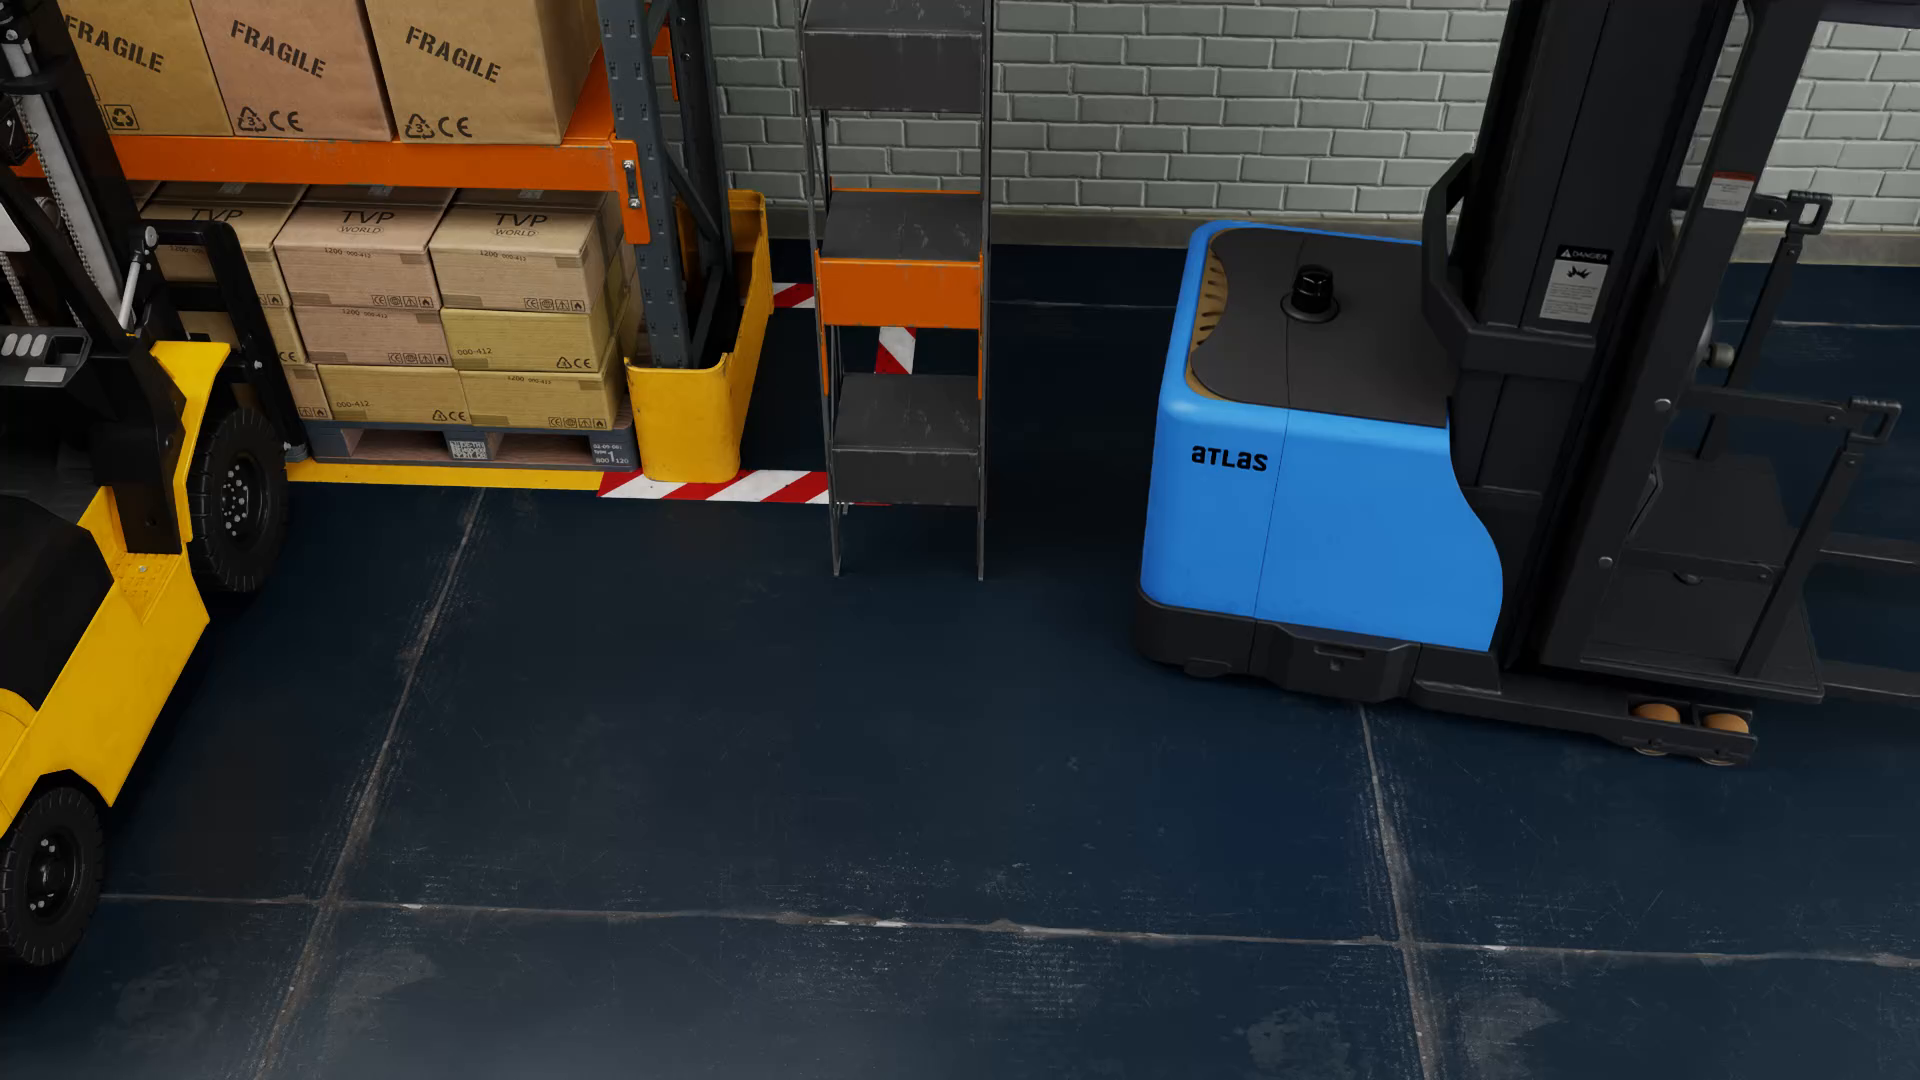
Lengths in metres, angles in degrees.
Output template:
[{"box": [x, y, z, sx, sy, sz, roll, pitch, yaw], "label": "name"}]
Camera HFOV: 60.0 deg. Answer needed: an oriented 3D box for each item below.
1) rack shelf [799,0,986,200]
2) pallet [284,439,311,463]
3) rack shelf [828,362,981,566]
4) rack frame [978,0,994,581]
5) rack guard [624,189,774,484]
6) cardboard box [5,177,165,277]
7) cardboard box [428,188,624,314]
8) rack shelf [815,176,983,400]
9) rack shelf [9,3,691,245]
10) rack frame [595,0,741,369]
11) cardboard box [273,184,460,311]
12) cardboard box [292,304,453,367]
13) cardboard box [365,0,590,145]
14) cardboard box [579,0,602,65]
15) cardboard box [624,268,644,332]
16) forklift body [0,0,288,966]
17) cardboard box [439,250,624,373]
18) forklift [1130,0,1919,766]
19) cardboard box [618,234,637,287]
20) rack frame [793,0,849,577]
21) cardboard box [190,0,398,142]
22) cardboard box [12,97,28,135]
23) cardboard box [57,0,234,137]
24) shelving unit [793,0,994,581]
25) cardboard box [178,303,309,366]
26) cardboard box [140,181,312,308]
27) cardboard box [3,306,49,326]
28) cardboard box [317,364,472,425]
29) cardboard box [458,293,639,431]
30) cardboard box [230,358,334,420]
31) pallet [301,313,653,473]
[{"box": [-0.165, -1.276, 4.572, 0.480, 0.518, 0.431, 2, 43, 2], "label": "rack shelf"}, {"box": [-2.958, -0.717, 6.364, 1.213, 0.211, 1.003, 2, 43, 2], "label": "pallet"}, {"box": [-0.165, -0.251, 5.526, 0.480, 0.518, 0.431, 2, 43, 2], "label": "rack shelf"}, {"box": [0.079, -0.766, 5.032, 0.015, 2.100, 0.400, 2, 43, 2], "label": "rack frame"}, {"box": [-0.952, -0.787, 6.228, 0.348, 0.500, 1.175, 2, 43, 2], "label": "rack guard"}, {"box": [-2.971, -1.059, 5.662, 0.500, 0.250, 0.500, 1, 43, 1], "label": "cardboard box"}, {"box": [-1.451, -1.018, 5.618, 0.500, 0.250, 0.500, 3, 43, 3], "label": "cardboard box"}, {"box": [-0.165, -0.763, 5.049, 0.480, 0.518, 0.431, 2, 43, 2], "label": "rack shelf"}, {"box": [-2.974, -1.501, 5.688, 4.000, 0.370, 1.077, 2, 43, 2], "label": "rack shelf"}, {"box": [-0.976, -1.703, 5.377, 0.127, 3.000, 1.000, 2, 43, 2], "label": "rack frame"}, {"box": [-1.961, -1.030, 5.630, 0.500, 0.250, 0.500, 2, 43, 3], "label": "cardboard box"}, {"box": [-1.977, -0.858, 5.813, 0.500, 0.250, 0.500, 1, 43, 1], "label": "cardboard box"}, {"box": [-1.480, -1.576, 5.167, 0.500, 0.500, 0.500, 1, 43, 1], "label": "cardboard box"}, {"box": [-1.459, -1.944, 5.562, 0.500, 0.500, 0.500, 3, 43, 3], "label": "cardboard box"}, {"box": [-1.458, -0.998, 6.330, 0.500, 0.250, 0.500, 2, 43, 2], "label": "cardboard box"}, {"box": [-2.953, -0.208, 4.395, 1.214, 2.155, 2.313, 2, 43, 2], "label": "forklift body"}, {"box": [-1.477, -0.835, 5.788, 0.500, 0.250, 0.500, 1, 43, 1], "label": "cardboard box"}, {"box": [2.115, -0.789, 4.447, 3.031, 2.935, 1.130, 8, 44, 9], "label": "forklift"}, {"box": [-1.437, -1.189, 6.168, 0.500, 0.250, 0.500, 2, 43, 3], "label": "cardboard box"}, {"box": [-0.409, -0.781, 5.048, 0.015, 2.100, 0.400, 2, 43, 2], "label": "rack frame"}, {"box": [-1.998, -1.598, 5.191, 0.500, 0.500, 0.500, 3, 43, 3], "label": "cardboard box"}, {"box": [-3.012, -1.621, 5.216, 0.500, 0.500, 0.500, 2, 43, 2], "label": "cardboard box"}, {"box": [-2.510, -1.613, 5.208, 0.500, 0.500, 0.500, 1, 43, 1], "label": "cardboard box"}, {"box": [-0.165, -0.773, 5.040, 0.503, 2.100, 0.431, 2, 43, 2], "label": "shelving unit"}, {"box": [-2.494, -0.860, 5.814, 0.500, 0.250, 0.500, 1, 43, 1], "label": "cardboard box"}, {"box": [-2.465, -1.038, 5.640, 0.500, 0.250, 0.500, 2, 43, 2], "label": "cardboard box"}, {"box": [-2.994, -0.877, 5.834, 0.500, 0.250, 0.500, 2, 43, 2], "label": "cardboard box"}, {"box": [-1.956, -0.671, 5.979, 0.500, 0.250, 0.500, 2, 43, 2], "label": "cardboard box"}, {"box": [-1.460, -0.650, 5.956, 0.500, 0.250, 0.500, 2, 43, 2], "label": "cardboard box"}, {"box": [-2.456, -0.693, 6.002, 0.500, 0.250, 0.500, 2, 43, 2], "label": "cardboard box"}, {"box": [-1.742, -0.677, 6.322, 1.213, 0.211, 1.003, 2, 43, 2], "label": "pallet"}]
